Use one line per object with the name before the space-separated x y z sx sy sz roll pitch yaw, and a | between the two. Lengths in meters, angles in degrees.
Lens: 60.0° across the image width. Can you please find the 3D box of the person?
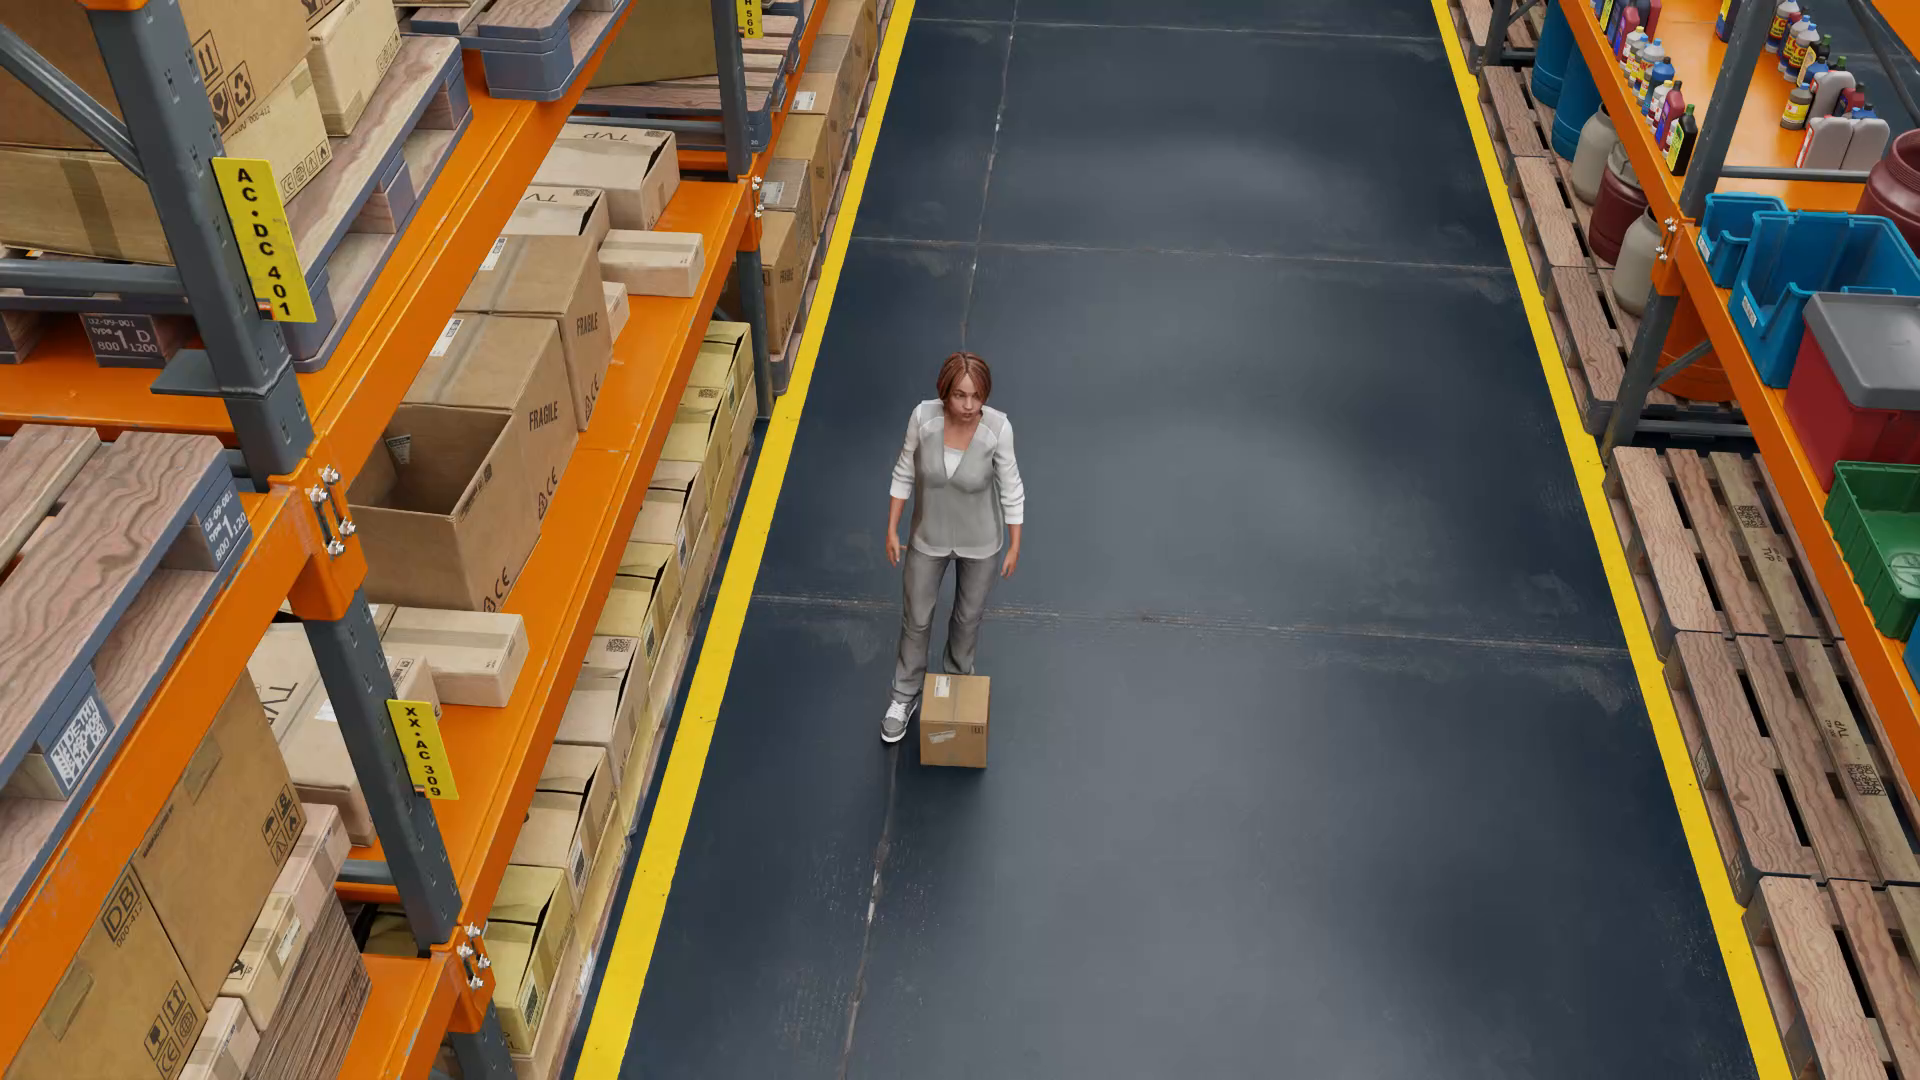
person | -0.035 0.053 6.088 0.519 1.597 0.475 4 41 4
